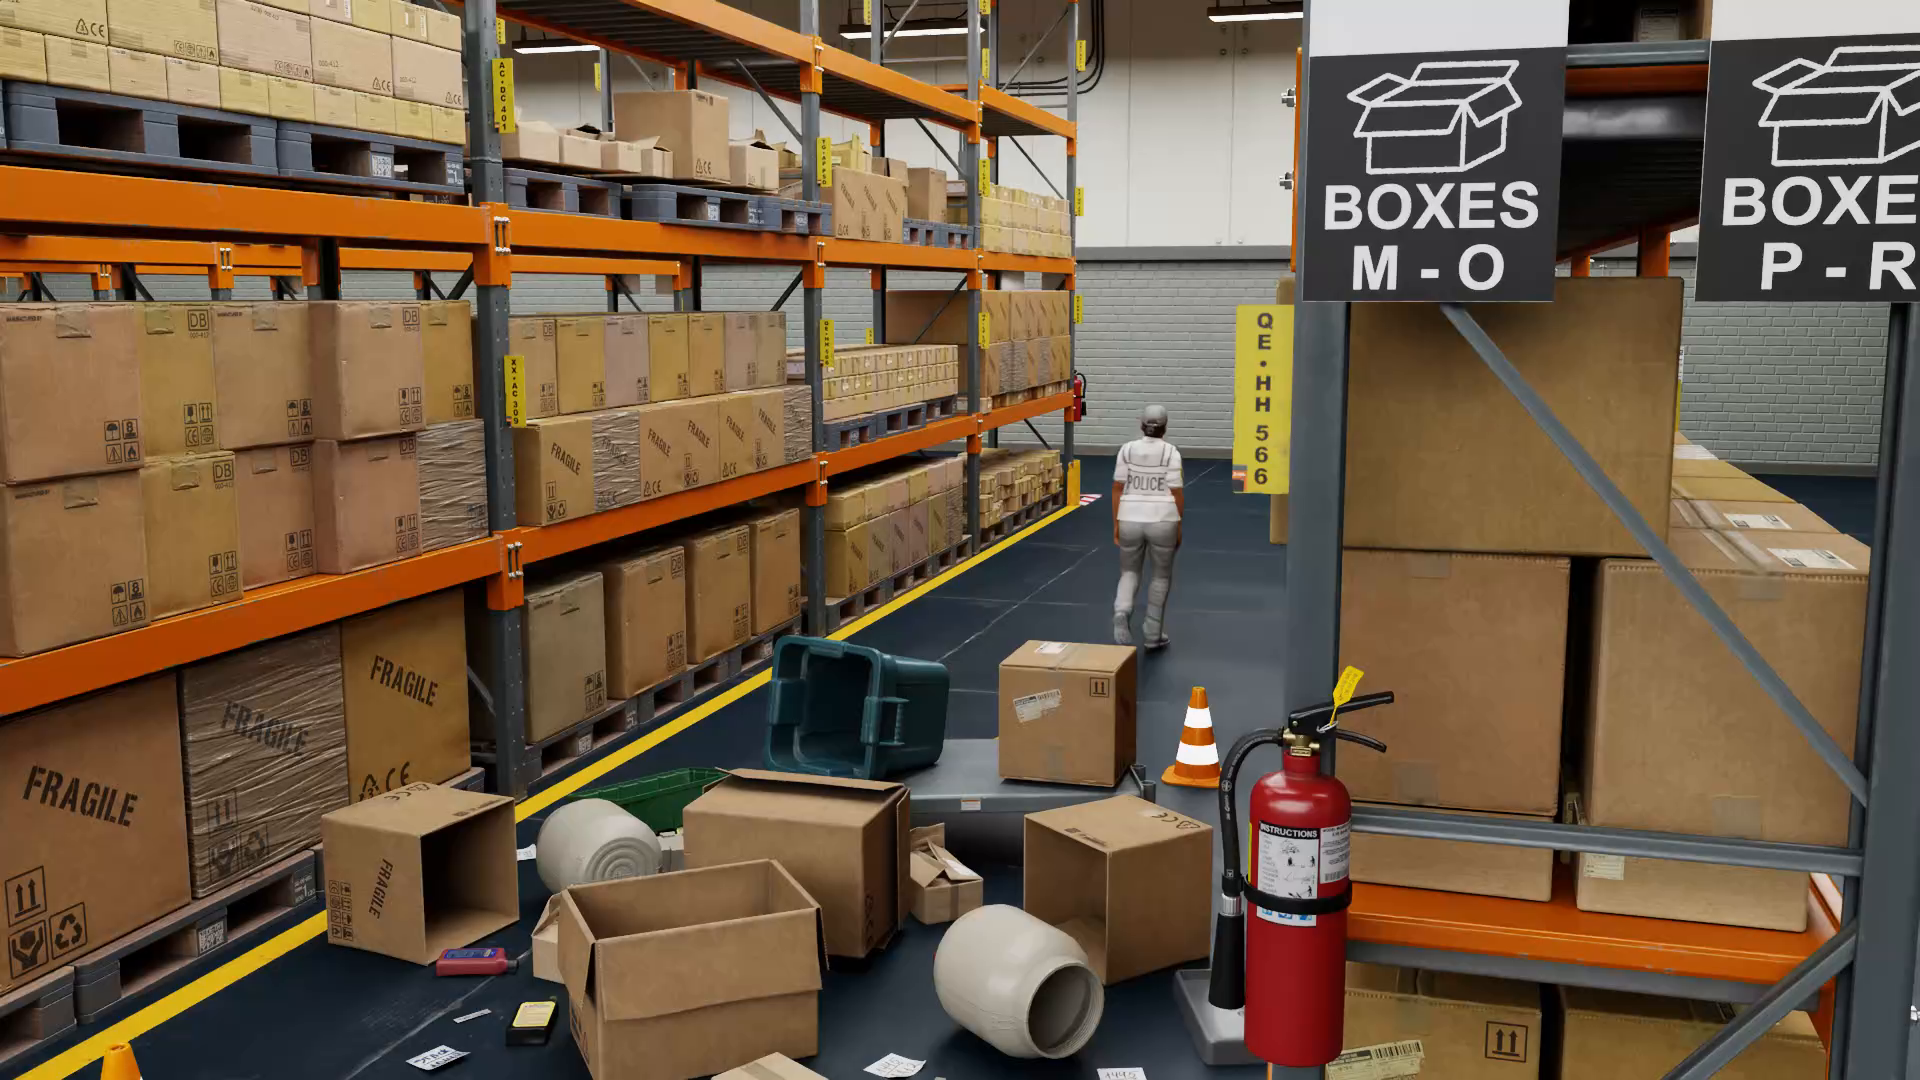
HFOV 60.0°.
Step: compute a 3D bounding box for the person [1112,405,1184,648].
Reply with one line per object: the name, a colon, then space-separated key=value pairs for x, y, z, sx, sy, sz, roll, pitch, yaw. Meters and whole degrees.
person: x=1.255 y=-0.083 z=11.231 sx=0.485 sy=1.651 sz=0.509 roll=4 pitch=9 yaw=23
